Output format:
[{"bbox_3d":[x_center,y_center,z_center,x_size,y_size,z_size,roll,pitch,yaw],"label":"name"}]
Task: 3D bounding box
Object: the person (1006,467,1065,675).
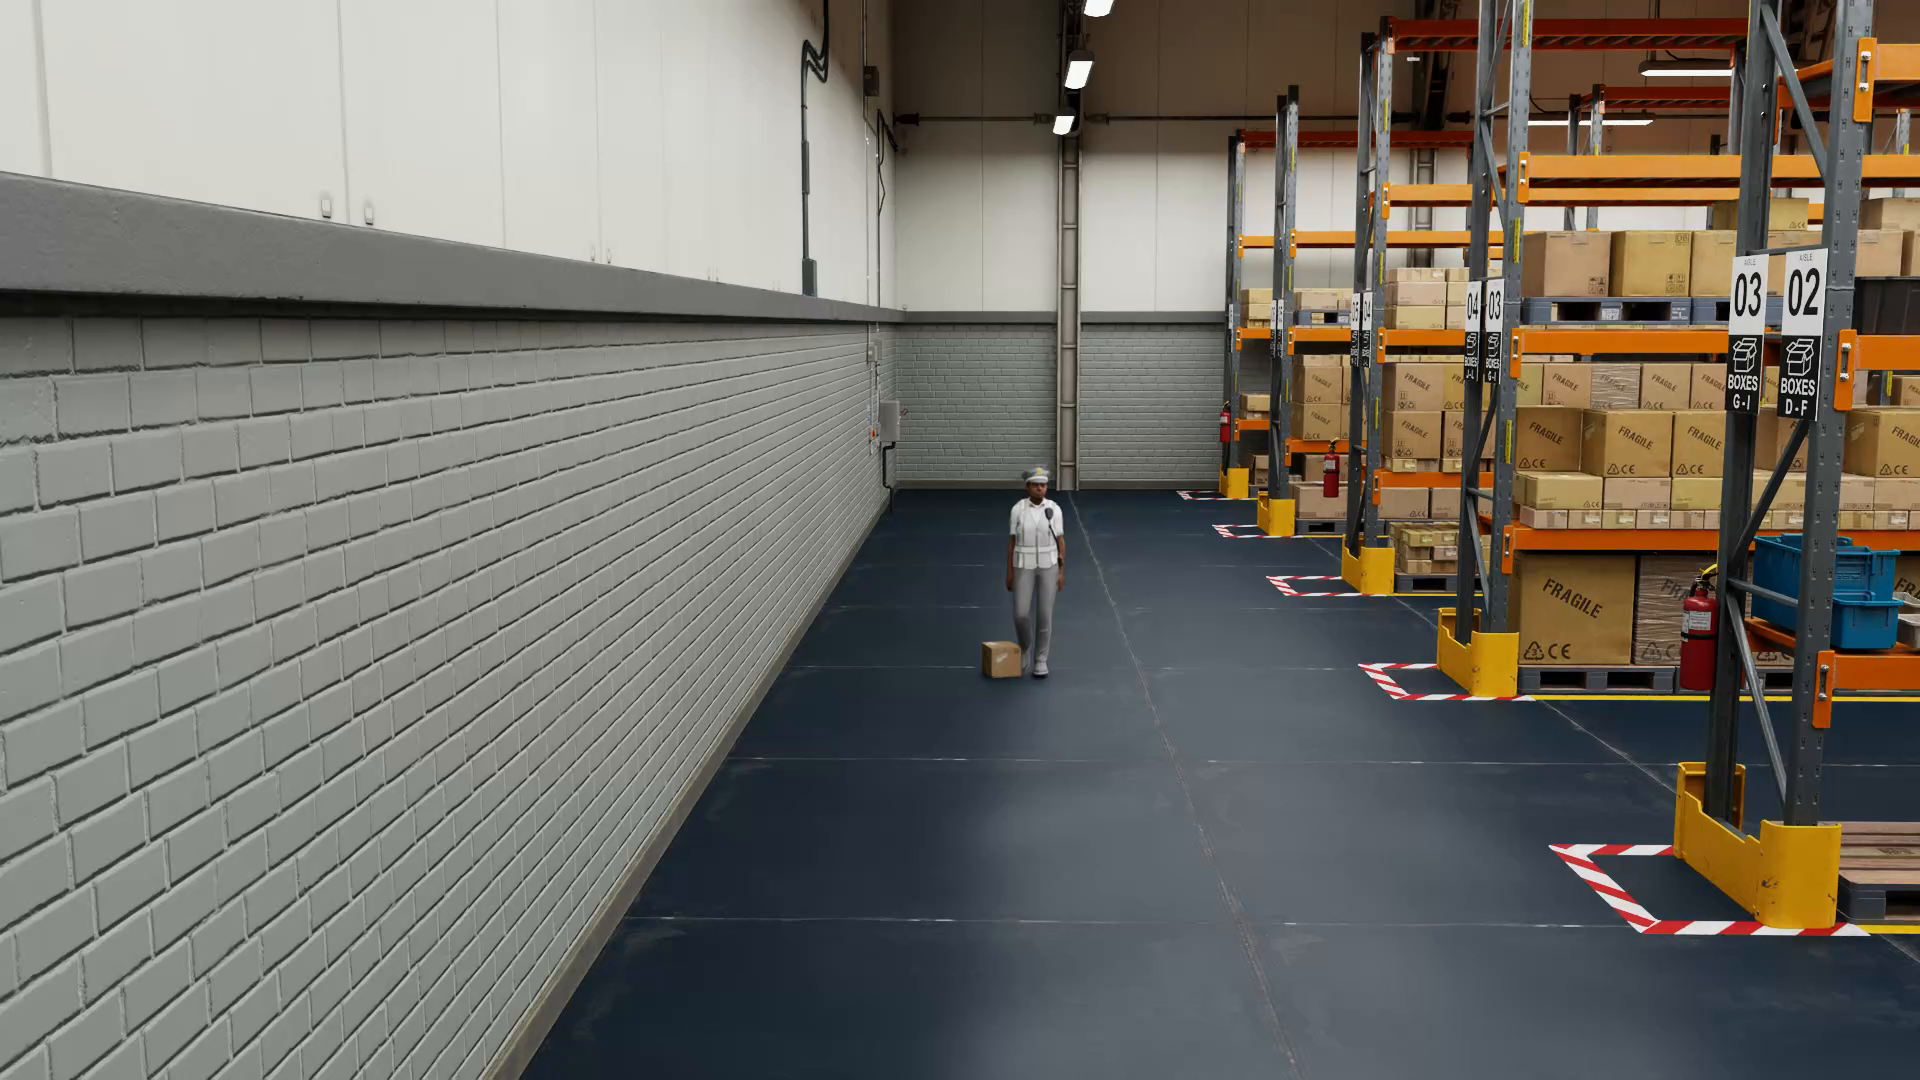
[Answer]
[{"bbox_3d":[0.617,0.252,13.496,0.482,1.693,0.438,0,7,-2],"label":"person"}]
